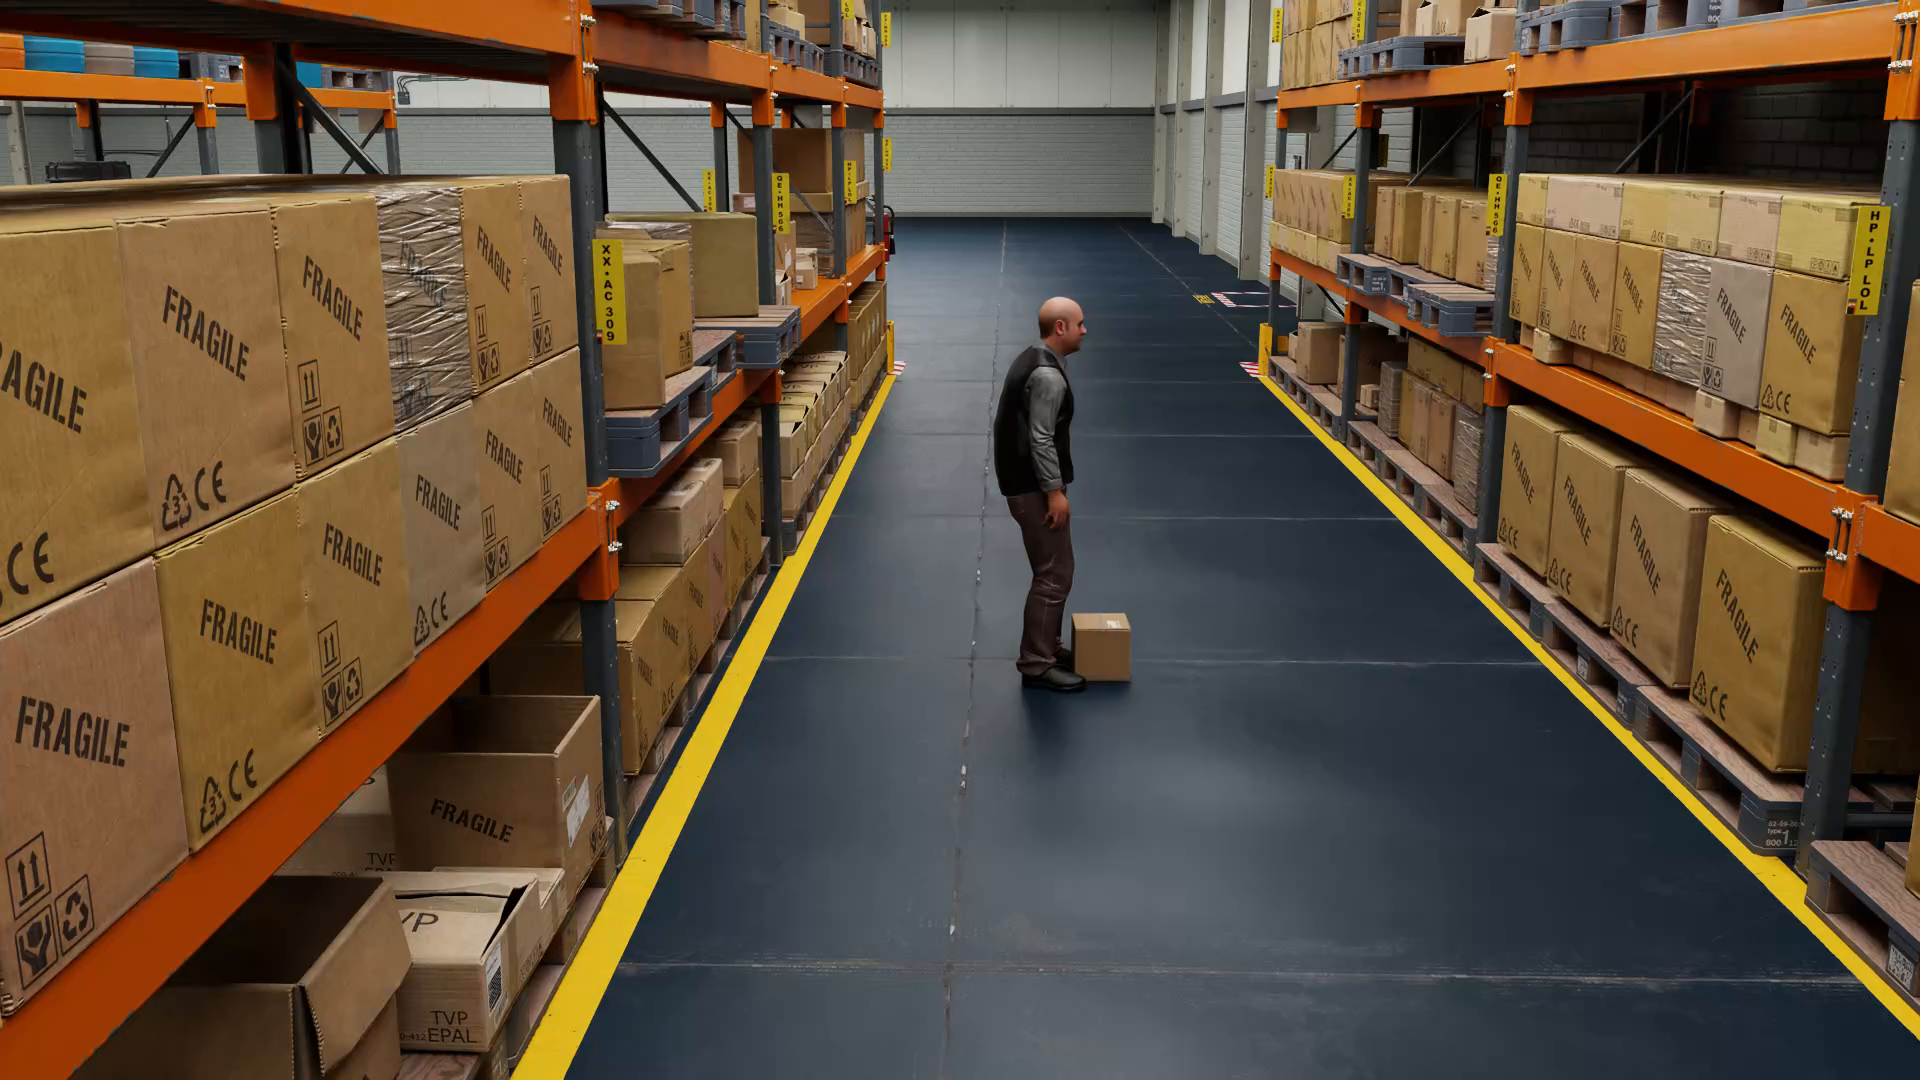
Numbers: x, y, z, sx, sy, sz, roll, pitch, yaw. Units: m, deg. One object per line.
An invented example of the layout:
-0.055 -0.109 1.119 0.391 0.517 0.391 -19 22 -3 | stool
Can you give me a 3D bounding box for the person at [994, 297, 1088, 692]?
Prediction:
0.388 -0.223 7.458 0.474 1.720 0.587 0 14 -2 | person
